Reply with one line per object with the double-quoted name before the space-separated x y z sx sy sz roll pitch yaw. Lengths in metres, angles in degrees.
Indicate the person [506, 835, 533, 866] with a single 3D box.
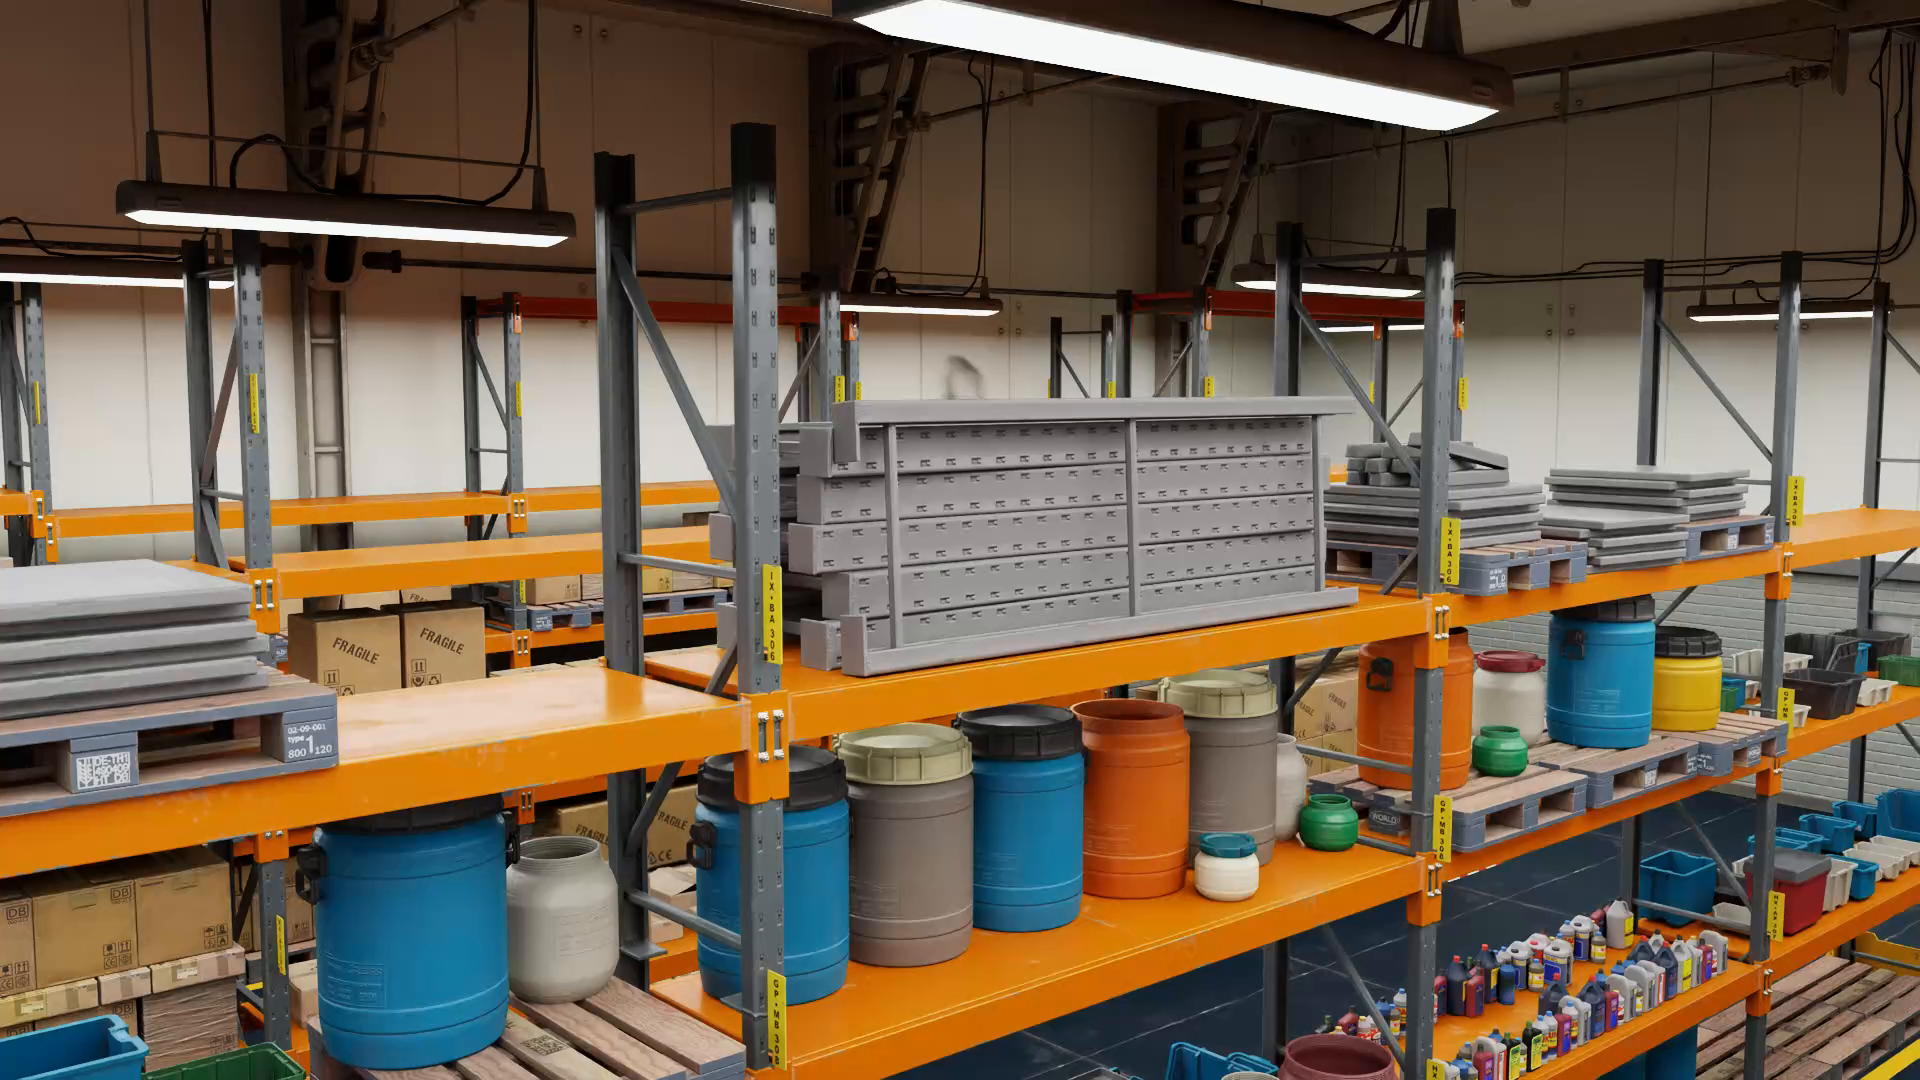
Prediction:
"person" -3.400 3.129 13.028 0.686 1.627 0.588 -4 7 -34
